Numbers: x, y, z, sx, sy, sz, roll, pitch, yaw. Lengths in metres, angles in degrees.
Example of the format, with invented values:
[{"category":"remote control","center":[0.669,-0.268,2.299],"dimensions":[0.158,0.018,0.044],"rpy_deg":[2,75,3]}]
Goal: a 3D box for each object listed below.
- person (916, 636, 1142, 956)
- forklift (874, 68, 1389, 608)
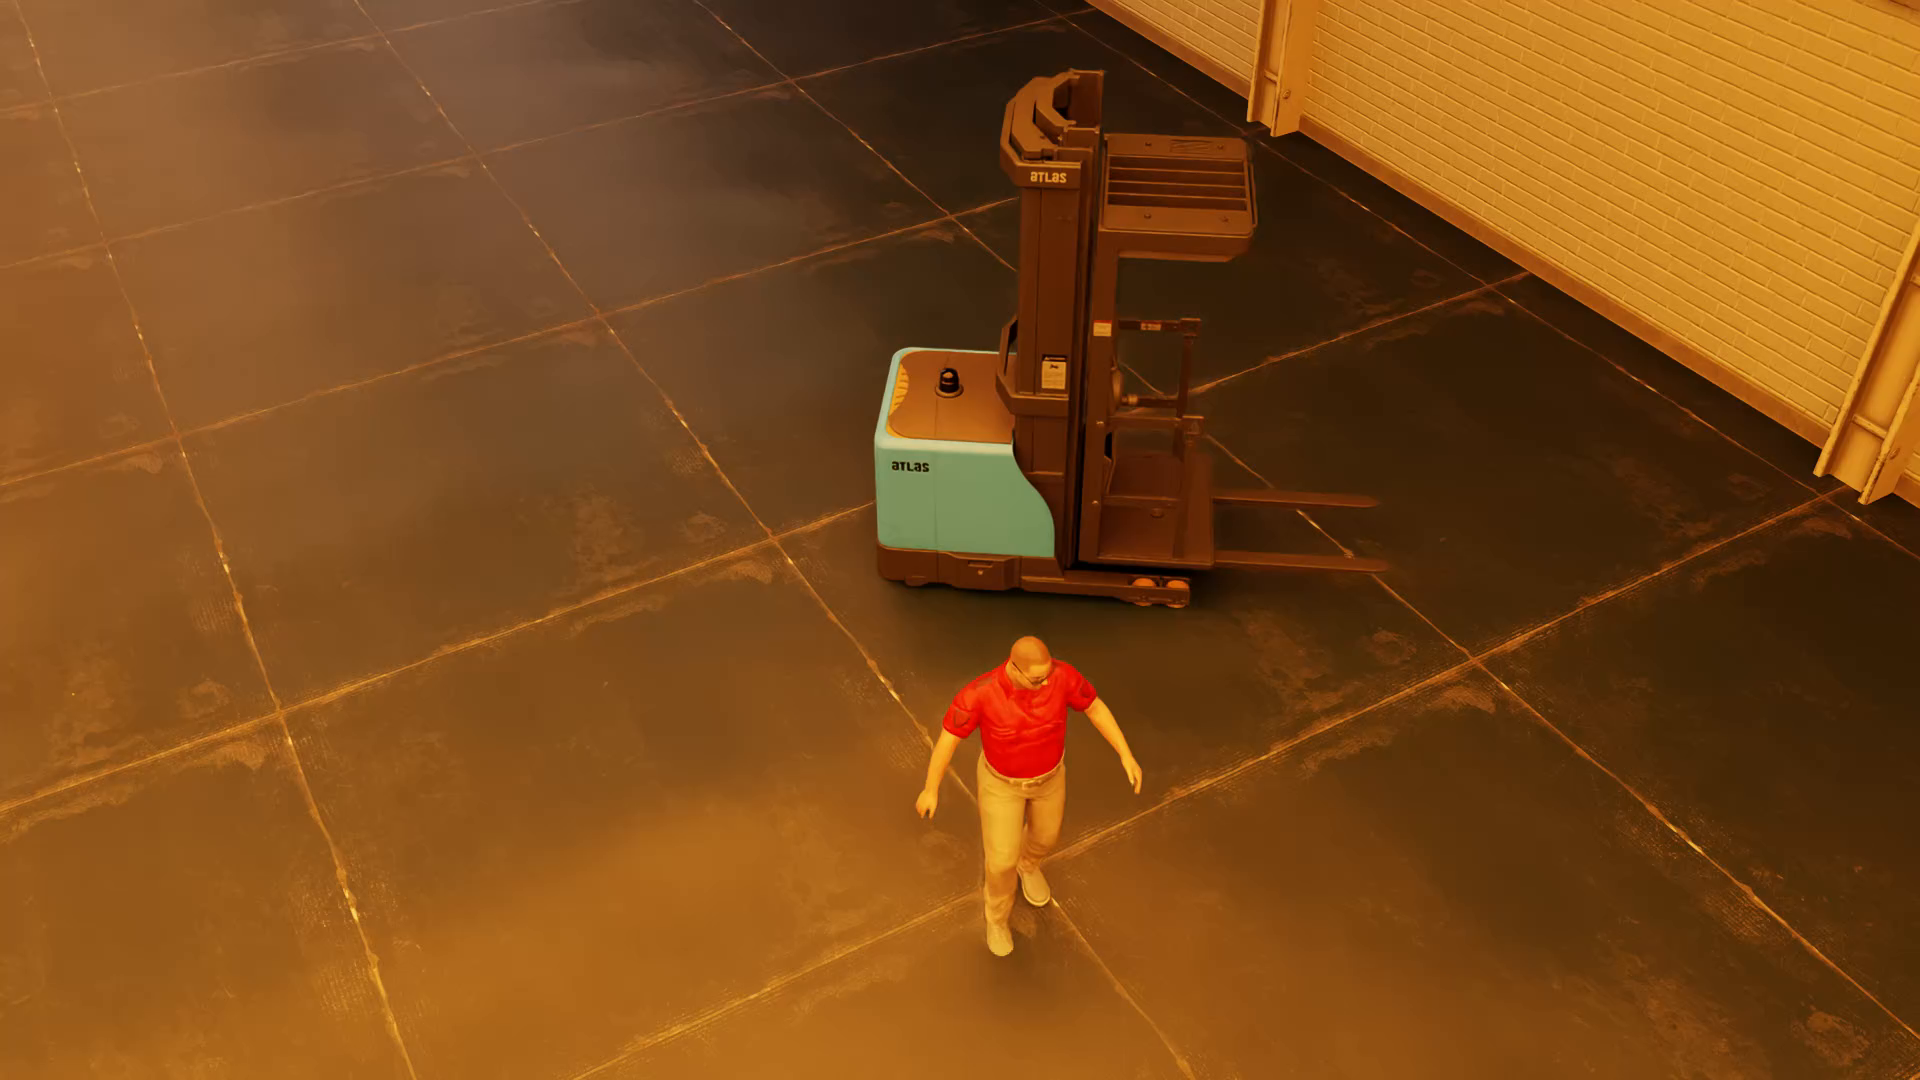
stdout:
[{"category":"person","center":[0.296,1.171,7.640],"dimensions":[0.991,1.766,0.582],"rpy_deg":[-10,41,-11]},{"category":"forklift","center":[1.047,-1.083,9.342],"dimensions":[3.031,2.935,1.130],"rpy_deg":[3,40,4]}]
